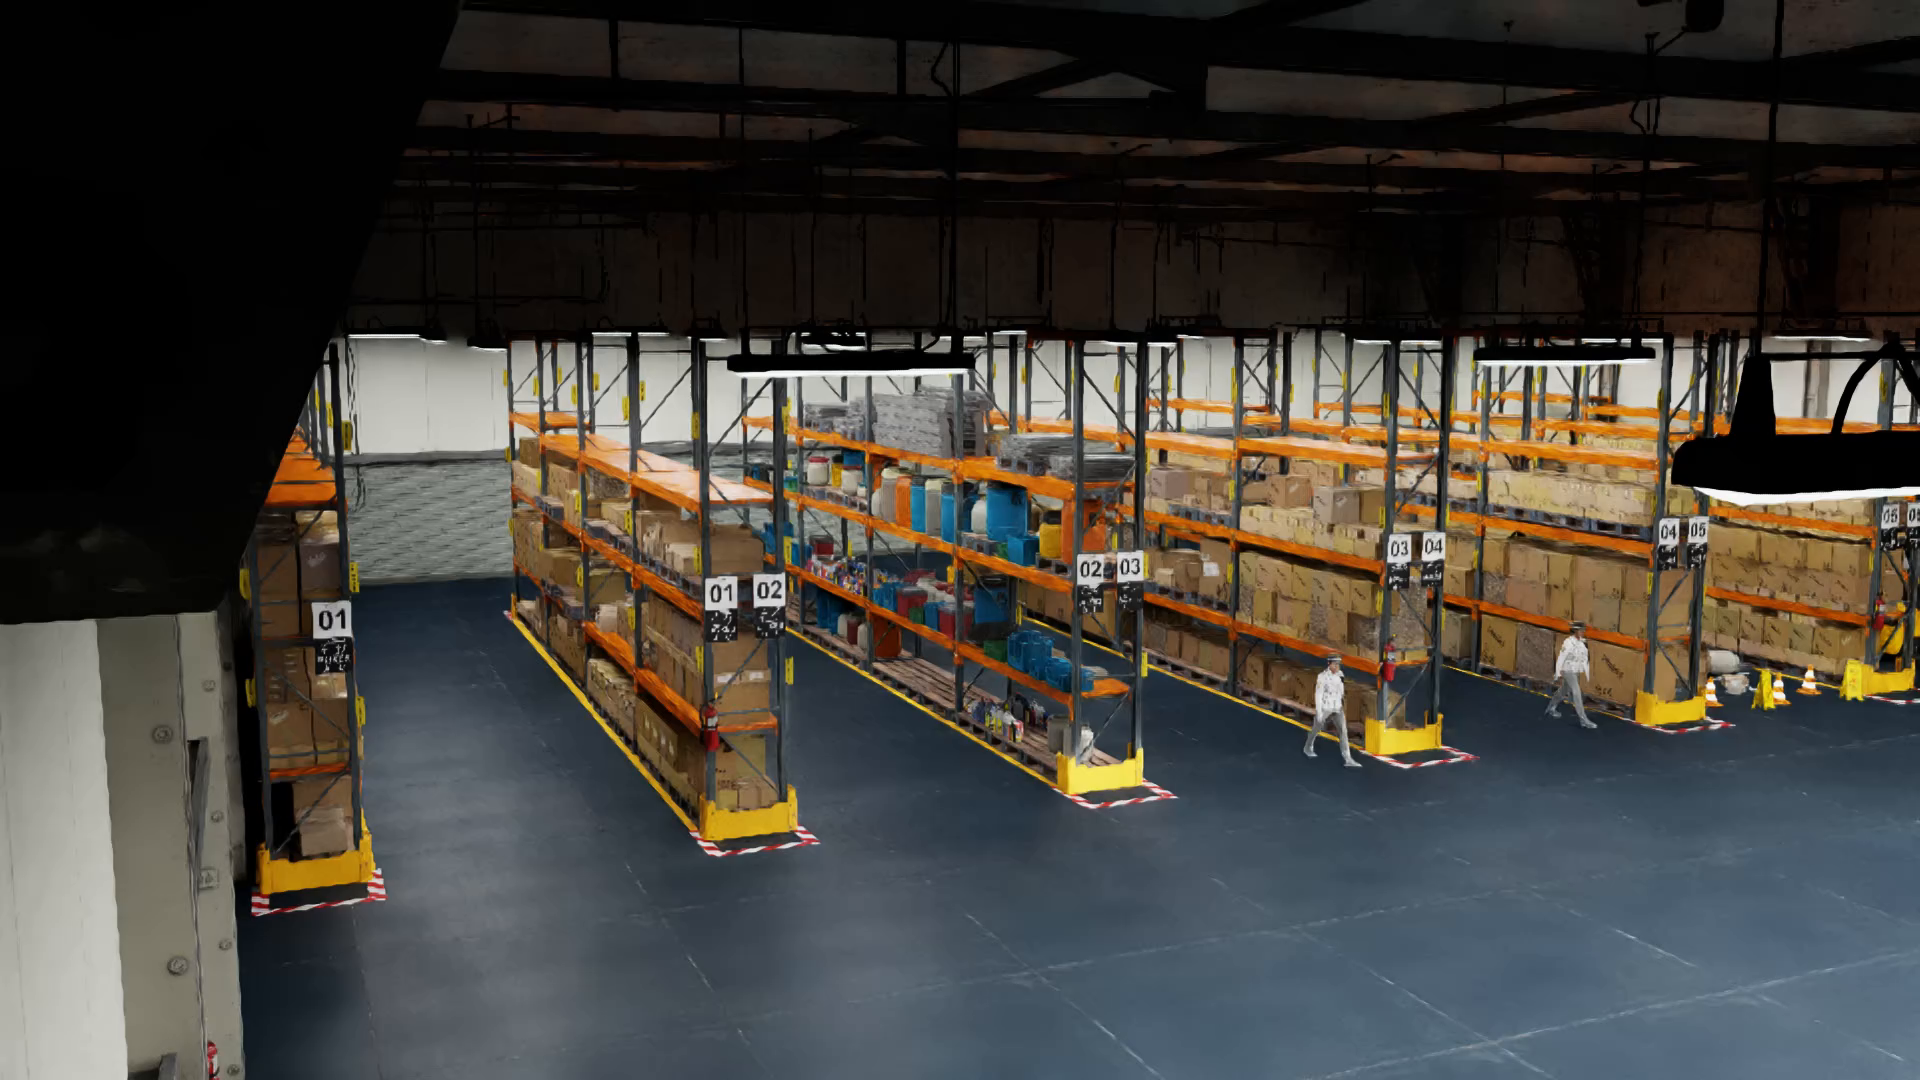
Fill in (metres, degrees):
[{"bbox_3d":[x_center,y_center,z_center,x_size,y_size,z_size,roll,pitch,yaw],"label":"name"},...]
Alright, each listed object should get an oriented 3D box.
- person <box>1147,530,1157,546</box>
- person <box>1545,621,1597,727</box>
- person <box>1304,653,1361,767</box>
[{"bbox_3d":[5.014,-0.473,44.002,0.521,1.671,0.521,2,8,15],"label":"person"},{"bbox_3d":[9.521,2.025,25.757,0.489,1.615,1.020,-5,10,-35],"label":"person"},{"bbox_3d":[5.209,2.351,23.383,0.496,1.584,1.072,-3,8,-20],"label":"person"}]
